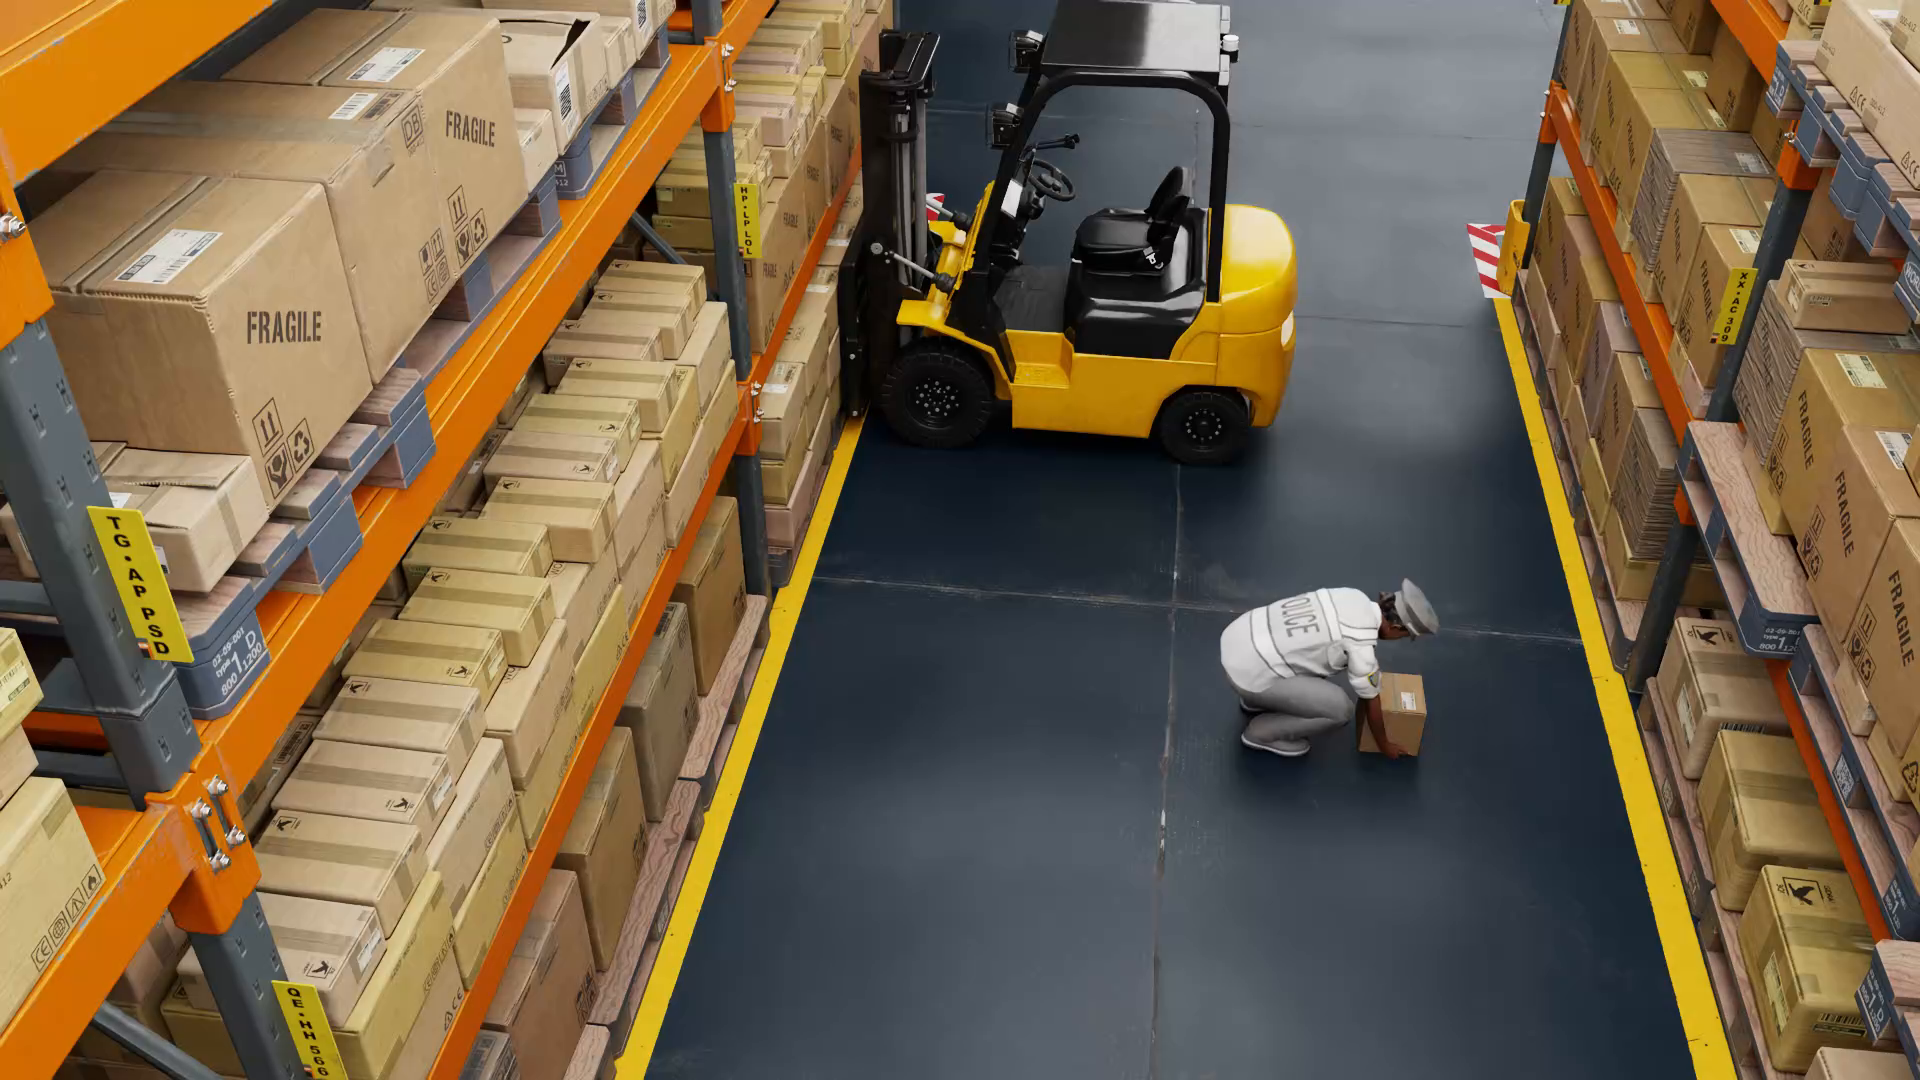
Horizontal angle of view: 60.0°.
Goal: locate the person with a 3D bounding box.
[{"bbox_3d":[1.556,0.549,7.102,0.895,0.850,0.474,4,37,5],"label":"person"}]
